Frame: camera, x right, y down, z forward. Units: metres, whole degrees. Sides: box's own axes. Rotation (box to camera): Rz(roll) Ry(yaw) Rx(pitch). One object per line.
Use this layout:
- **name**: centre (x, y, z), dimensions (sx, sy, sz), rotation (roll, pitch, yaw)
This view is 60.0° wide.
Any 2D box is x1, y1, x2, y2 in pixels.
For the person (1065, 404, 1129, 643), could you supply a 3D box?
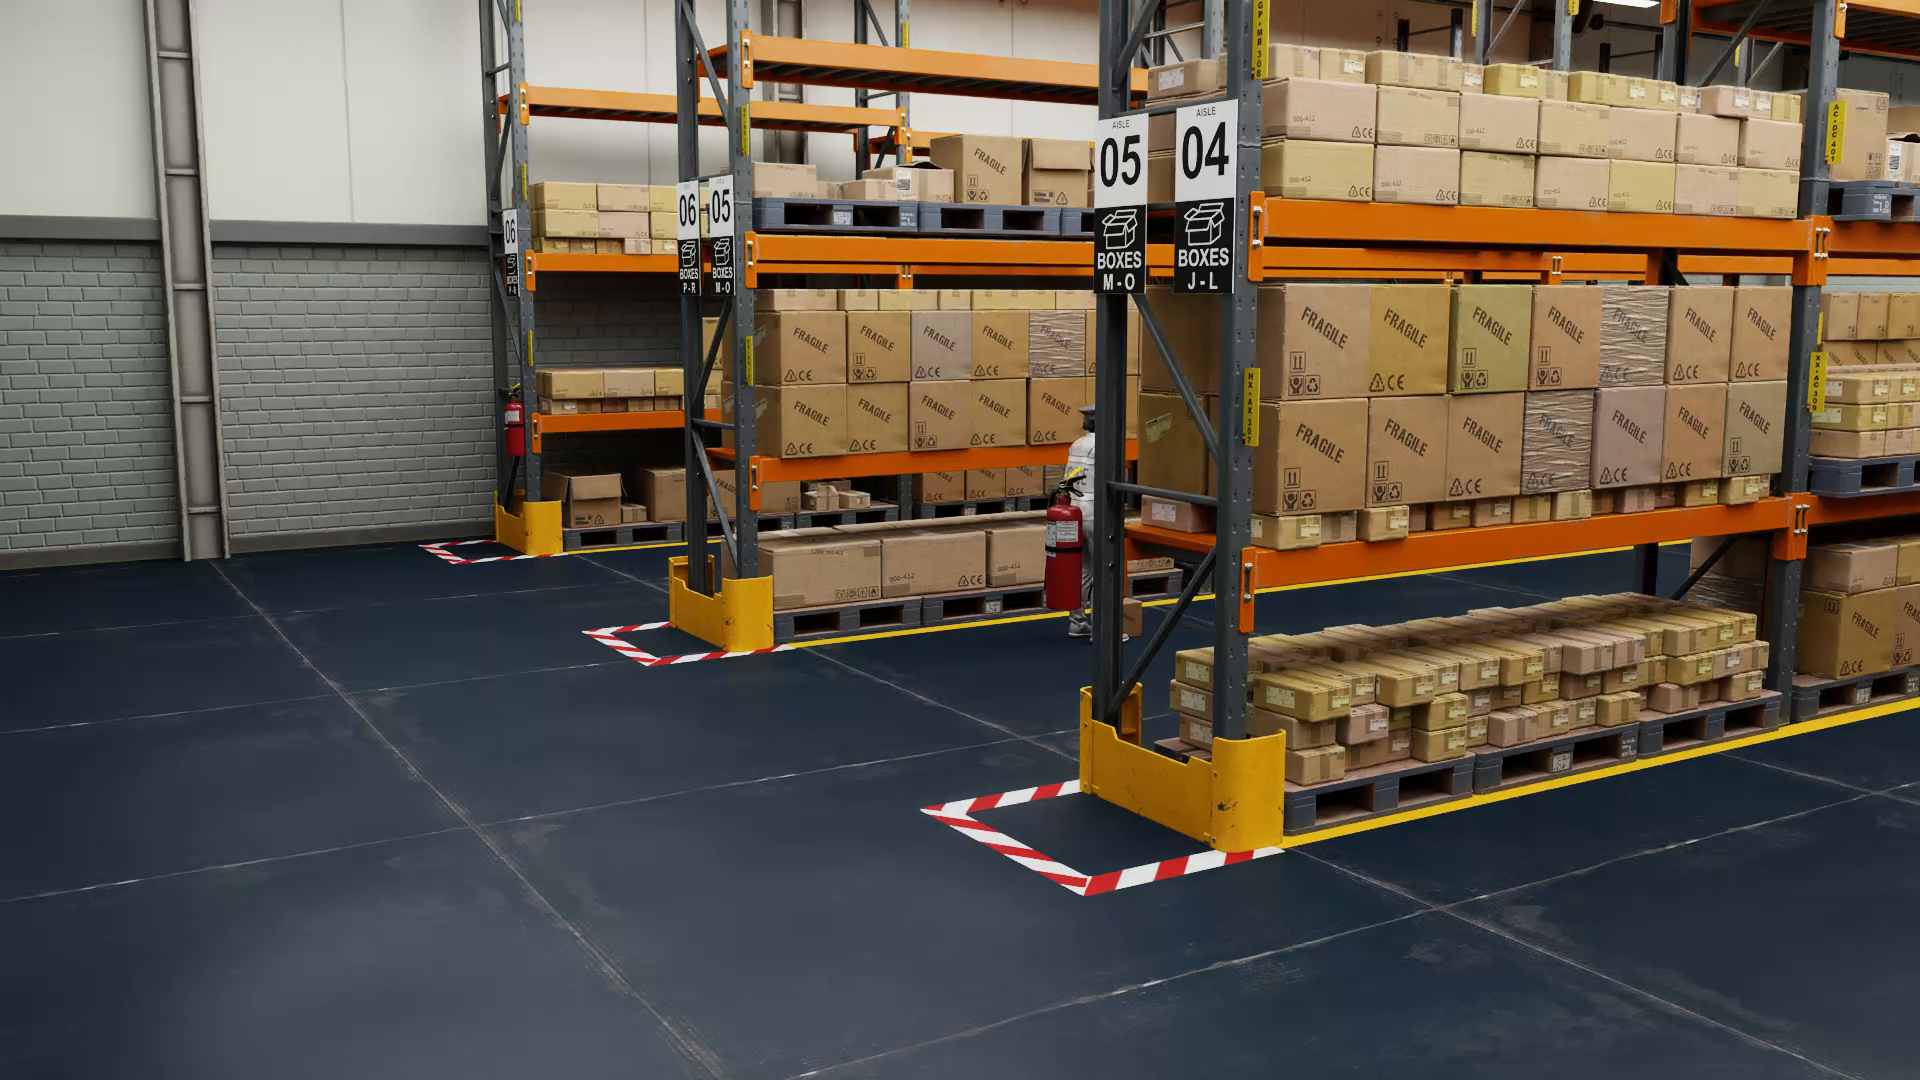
- **person**: centre (0.930, -0.124, 11.670), dimensions (0.375, 1.664, 0.529), rotation (-5, 10, -31)
